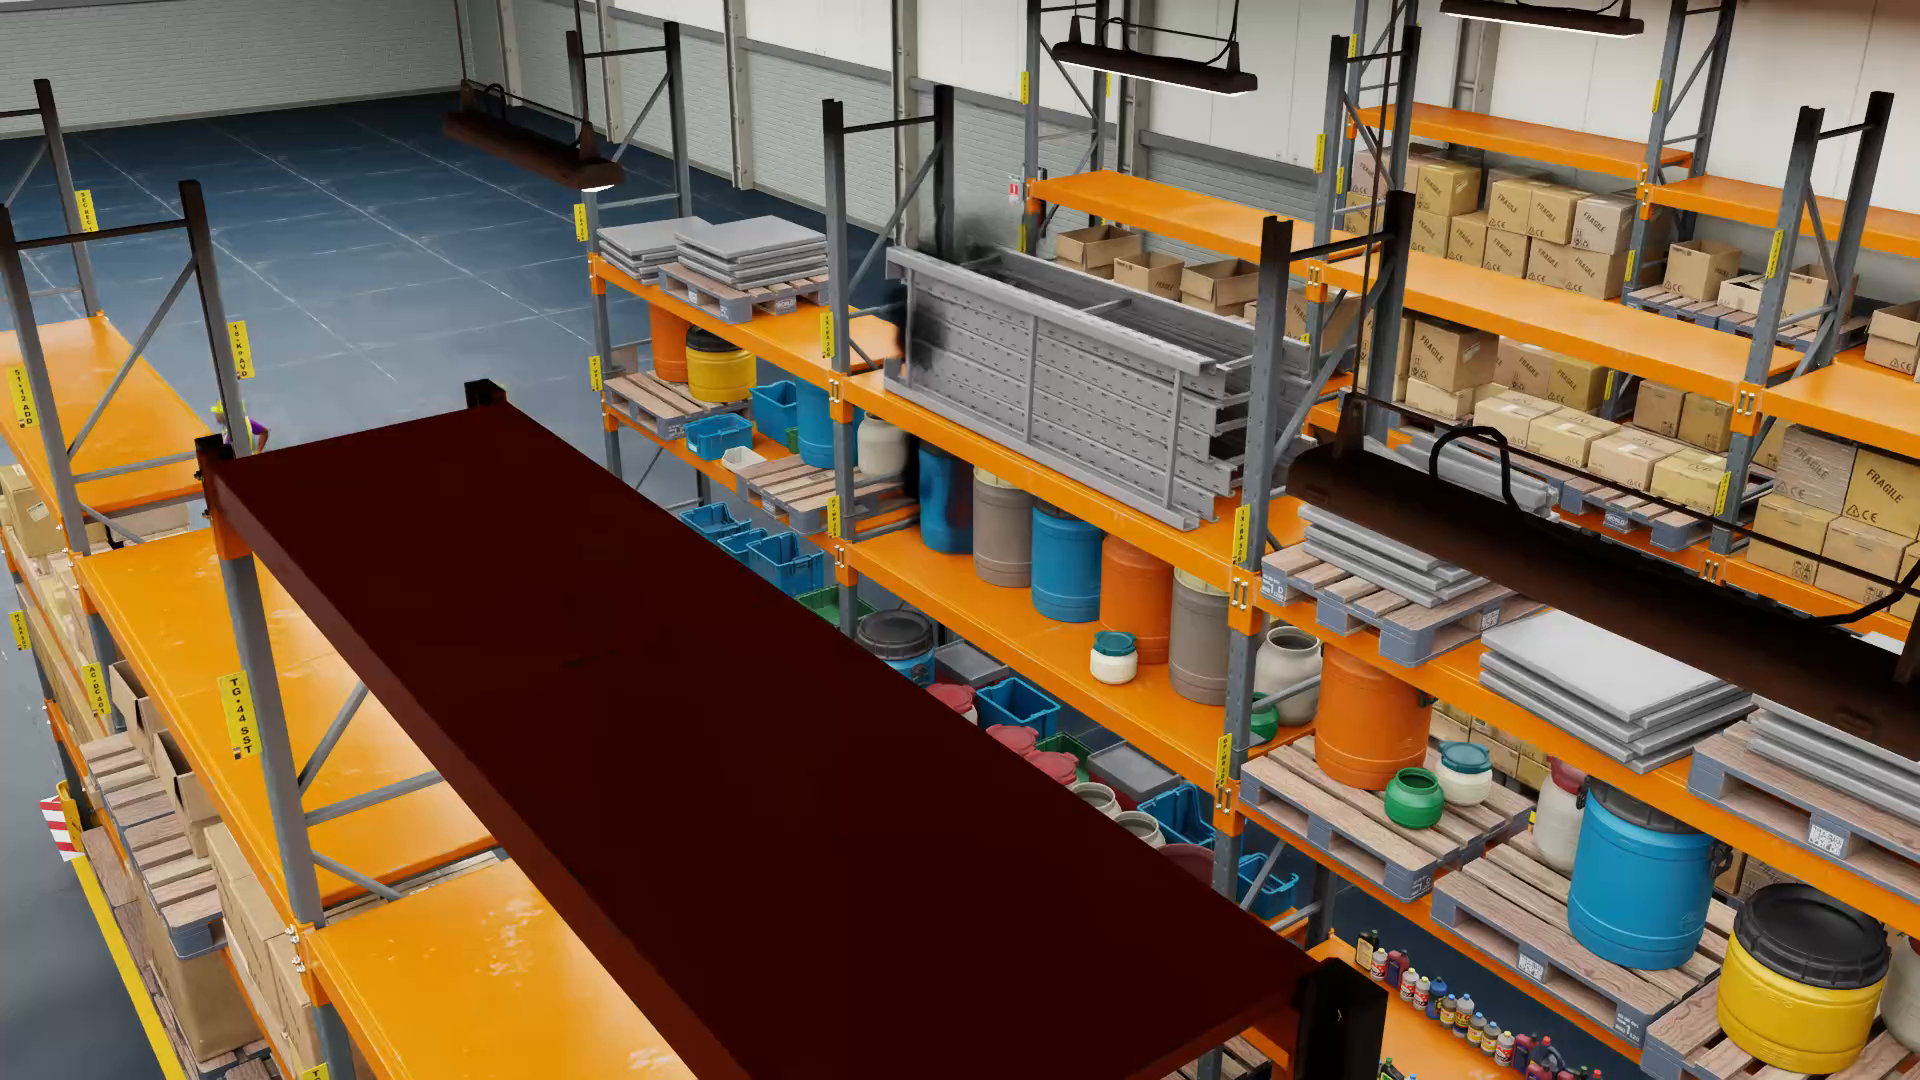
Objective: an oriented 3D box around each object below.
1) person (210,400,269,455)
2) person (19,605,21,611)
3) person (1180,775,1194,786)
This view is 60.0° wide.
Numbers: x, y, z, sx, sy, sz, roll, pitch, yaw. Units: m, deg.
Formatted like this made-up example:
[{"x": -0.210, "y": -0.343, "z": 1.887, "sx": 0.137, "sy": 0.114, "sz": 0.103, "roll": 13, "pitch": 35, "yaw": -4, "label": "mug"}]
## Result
[{"x": -7.906, "y": -0.723, "z": 18.372, "sx": 0.963, "sy": 1.775, "sz": 0.689, "roll": -6, "pitch": 25, "yaw": -12, "label": "person"}, {"x": -8.159, "y": 0.924, "z": 14.966, "sx": 0.595, "sy": 1.706, "sz": 0.688, "roll": 1, "pitch": 25, "yaw": 2, "label": "person"}, {"x": 1.714, "y": 1.442, "z": 13.898, "sx": 0.542, "sy": 1.710, "sz": 0.731, "roll": -21, "pitch": 32, "yaw": -38, "label": "person"}]
